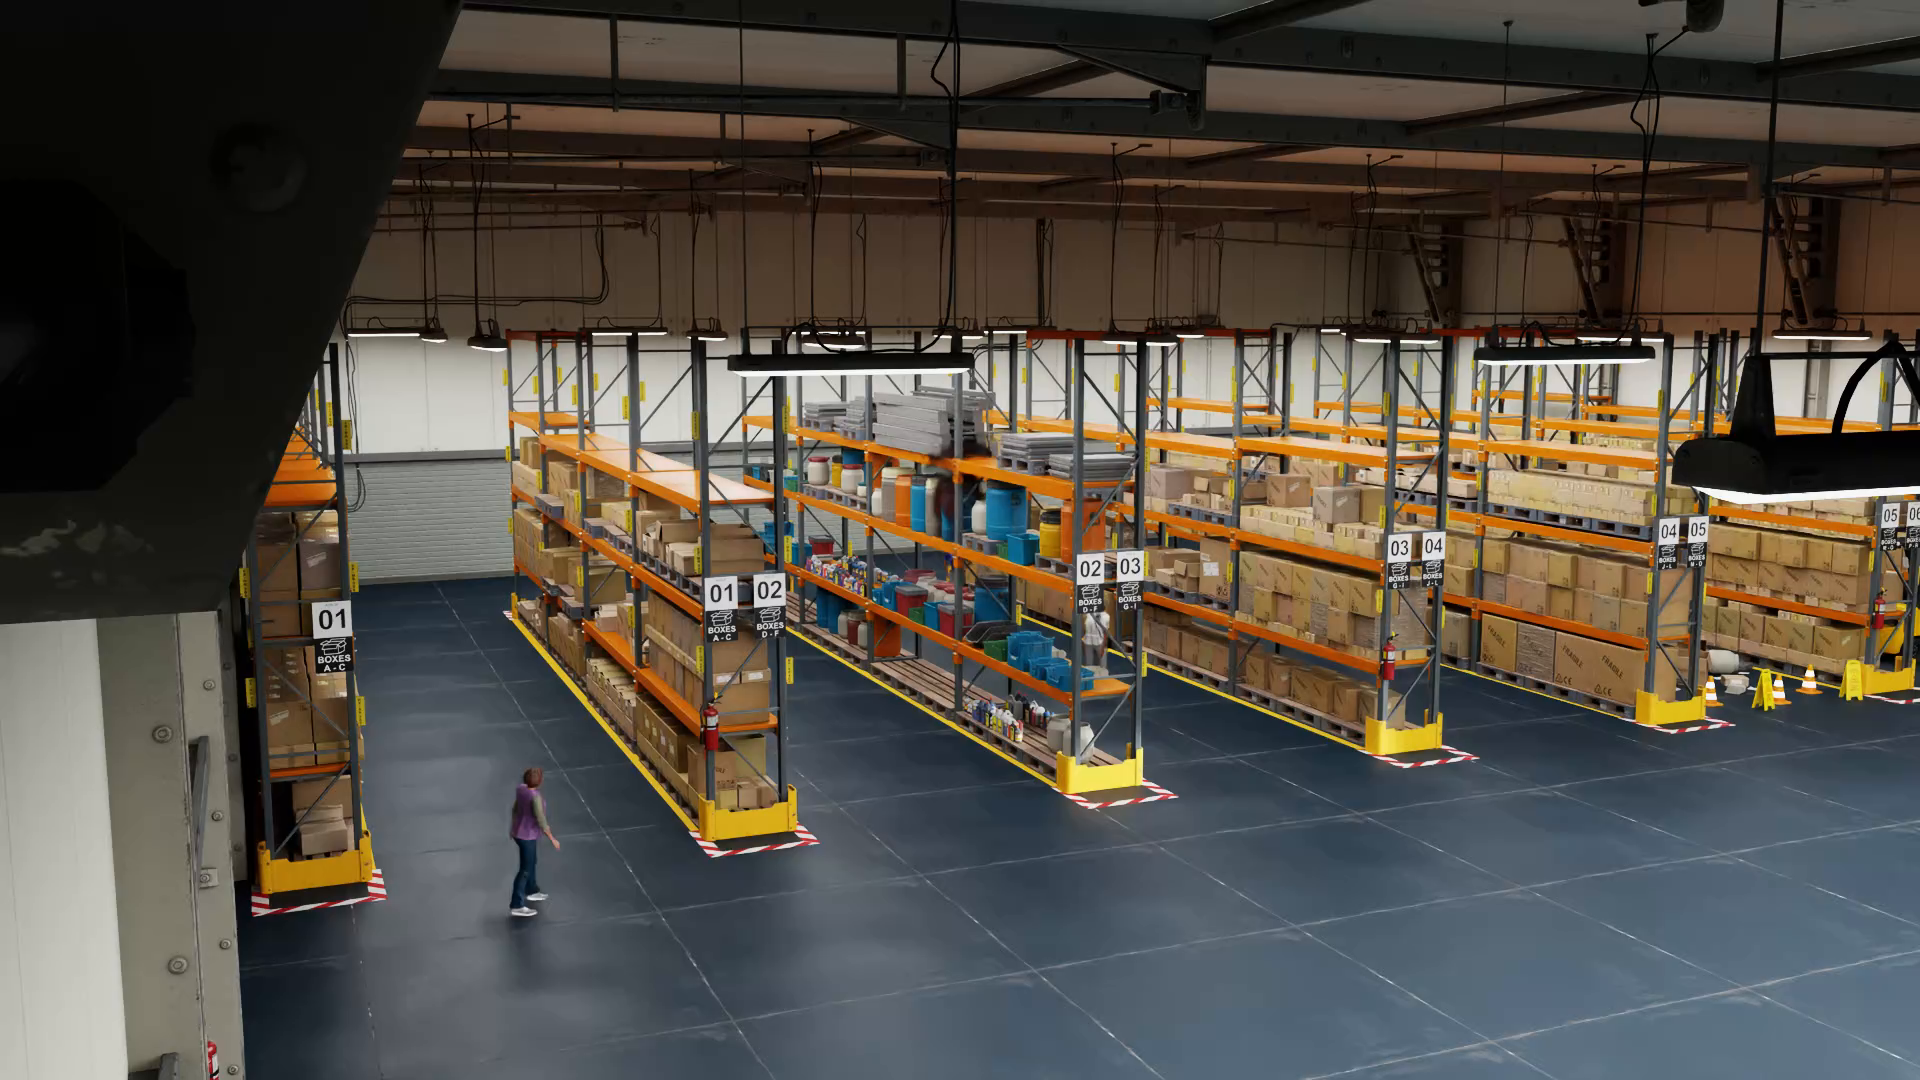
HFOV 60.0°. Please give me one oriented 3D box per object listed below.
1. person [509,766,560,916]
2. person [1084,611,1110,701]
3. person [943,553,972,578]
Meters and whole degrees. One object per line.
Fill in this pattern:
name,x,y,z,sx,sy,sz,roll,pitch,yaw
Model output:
person,-4.588,3.220,17.703,0.535,1.498,0.565,-5,9,-33
person,2.266,1.889,27.370,0.489,1.448,0.350,4,9,25
person,-0.049,0.785,35.072,0.570,1.687,0.744,-3,8,-18
